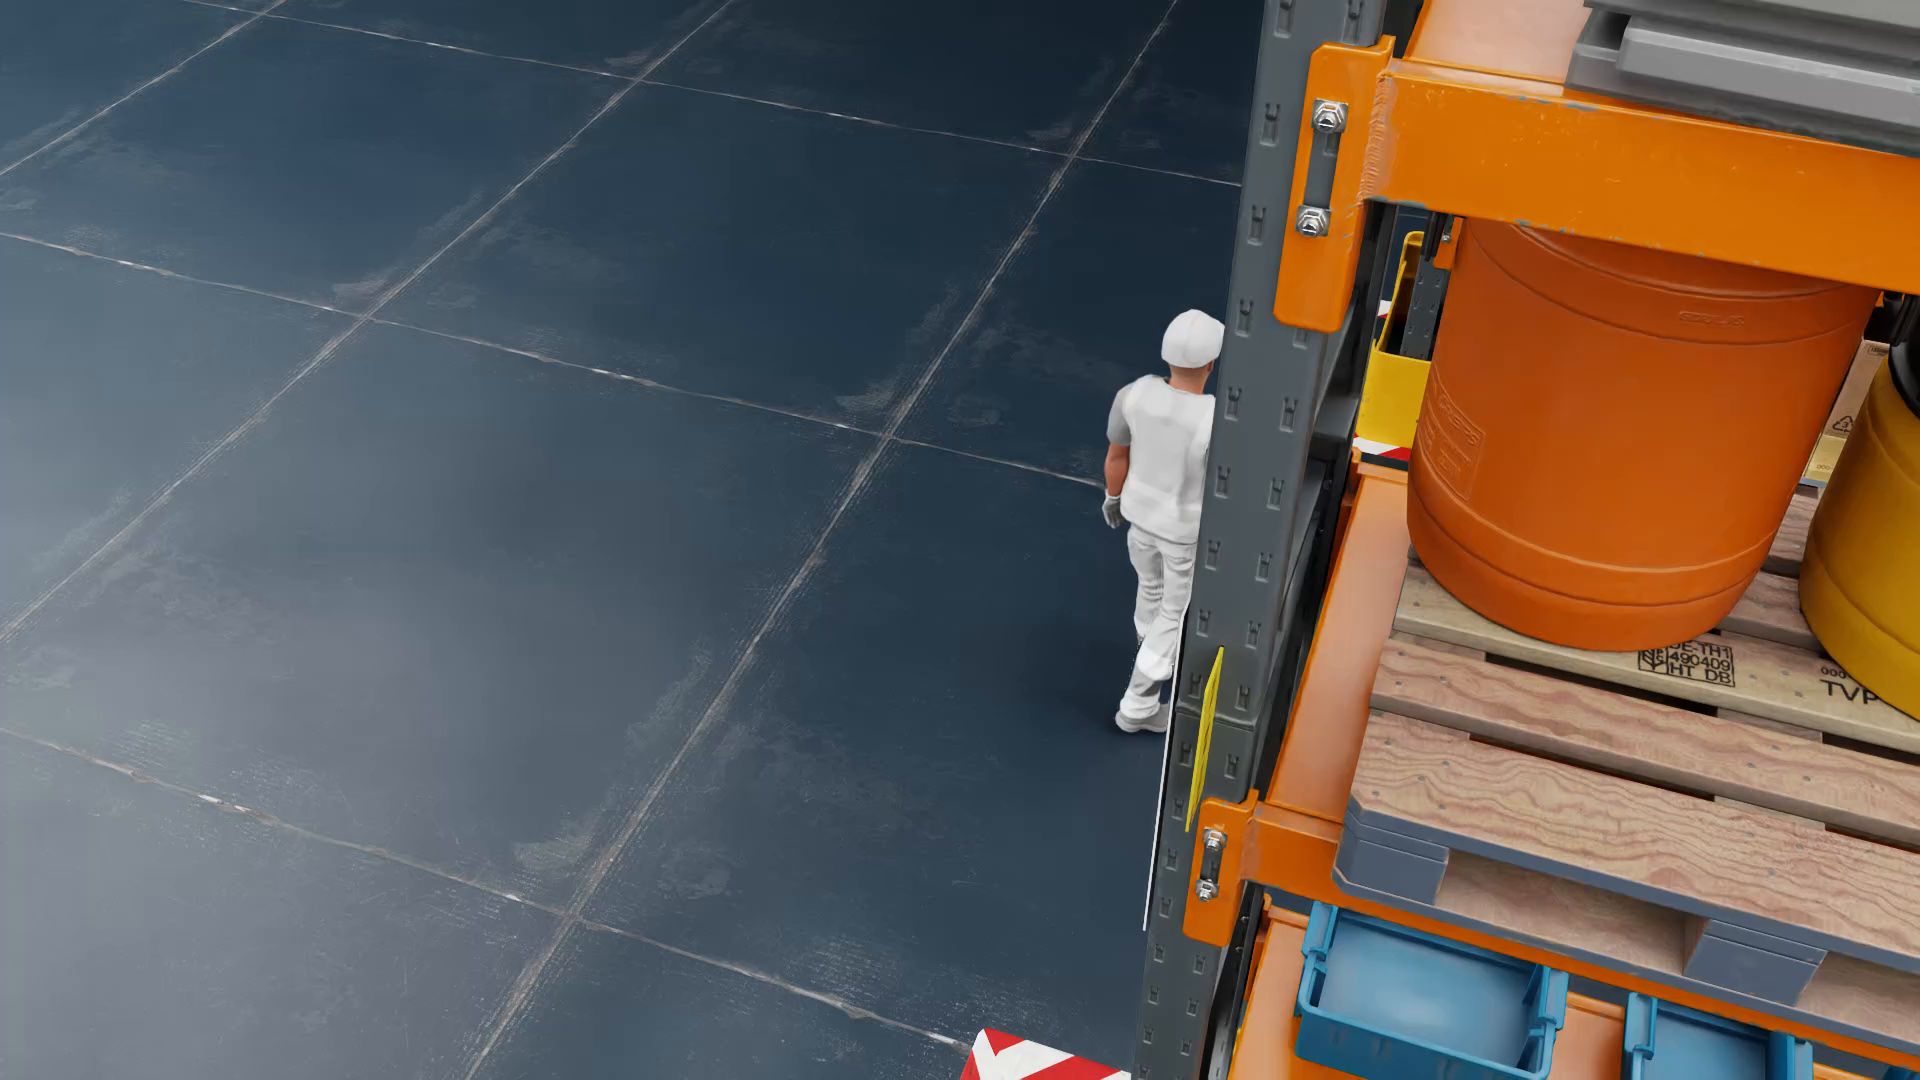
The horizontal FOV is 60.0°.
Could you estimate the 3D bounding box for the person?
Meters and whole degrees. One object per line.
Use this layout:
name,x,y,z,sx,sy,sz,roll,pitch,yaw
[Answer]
person,0.786,-0.073,6.213,0.563,1.795,0.669,28,48,28
